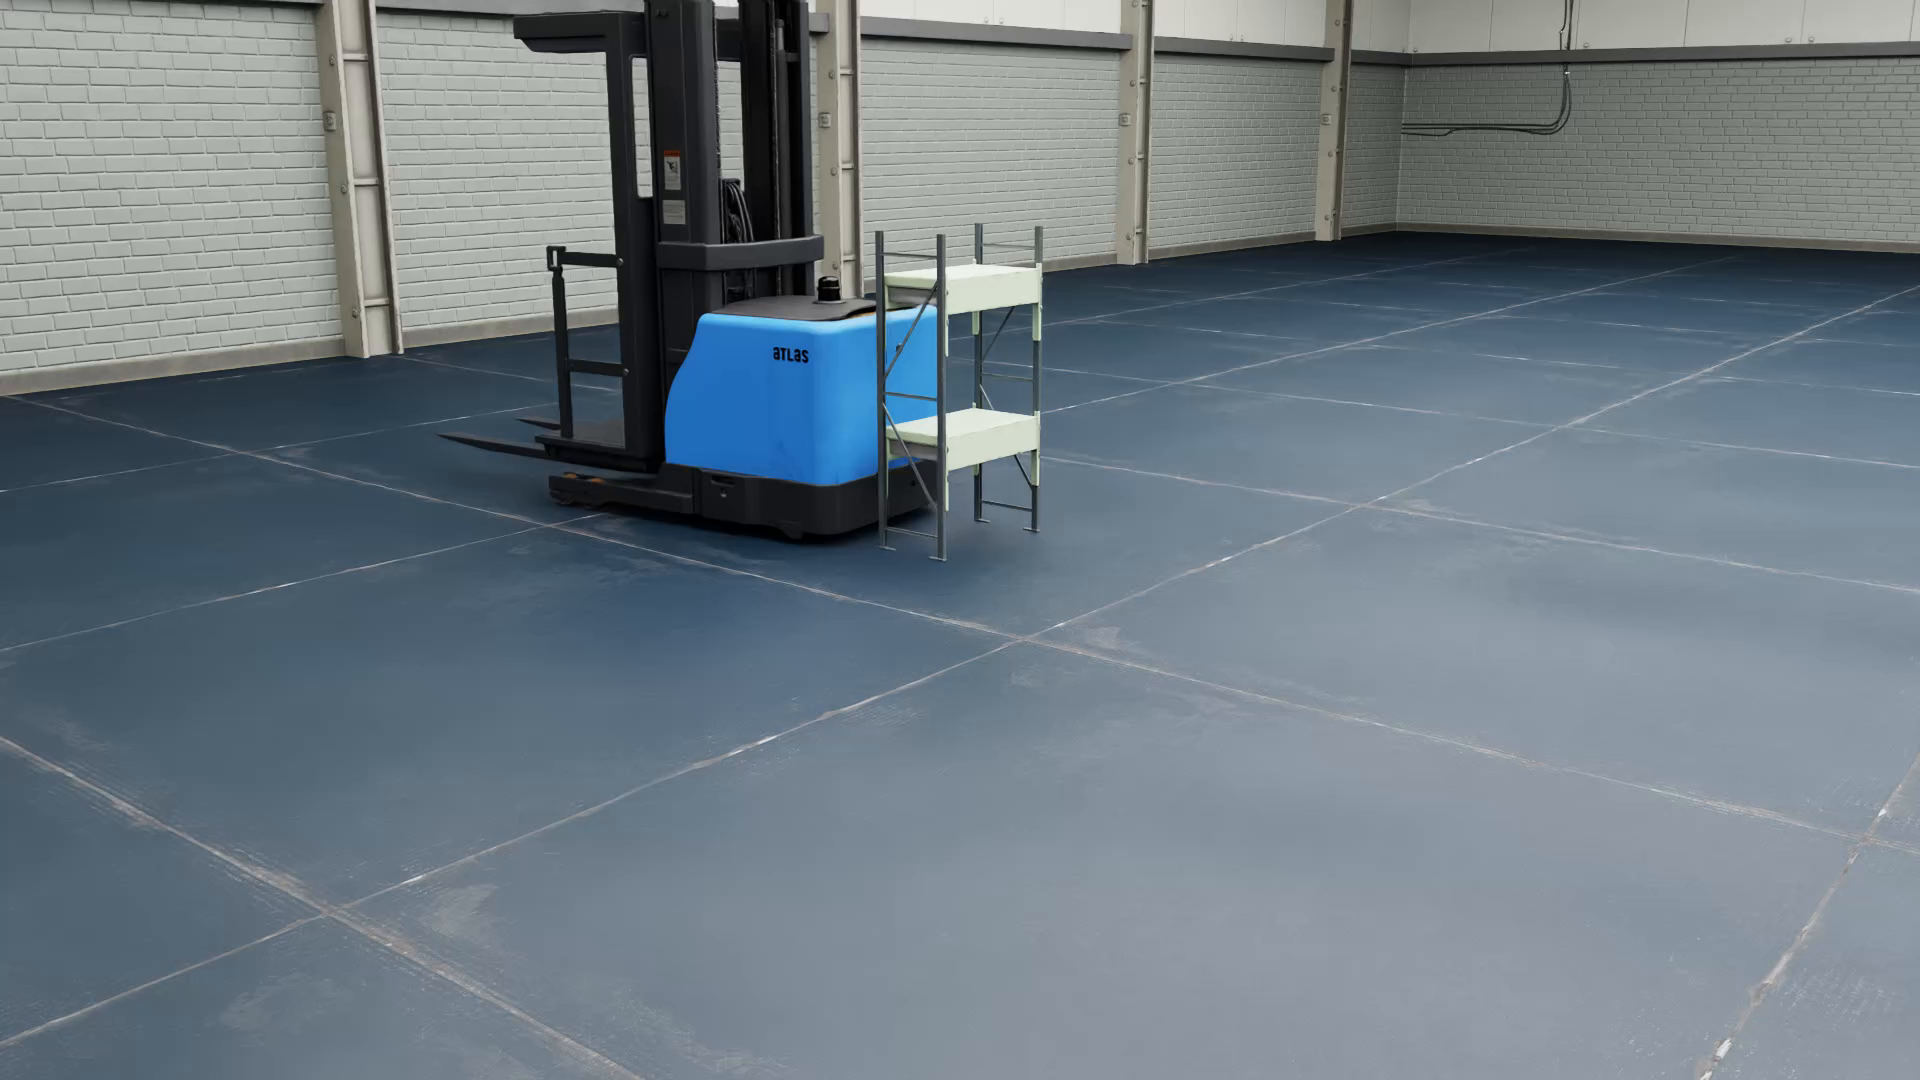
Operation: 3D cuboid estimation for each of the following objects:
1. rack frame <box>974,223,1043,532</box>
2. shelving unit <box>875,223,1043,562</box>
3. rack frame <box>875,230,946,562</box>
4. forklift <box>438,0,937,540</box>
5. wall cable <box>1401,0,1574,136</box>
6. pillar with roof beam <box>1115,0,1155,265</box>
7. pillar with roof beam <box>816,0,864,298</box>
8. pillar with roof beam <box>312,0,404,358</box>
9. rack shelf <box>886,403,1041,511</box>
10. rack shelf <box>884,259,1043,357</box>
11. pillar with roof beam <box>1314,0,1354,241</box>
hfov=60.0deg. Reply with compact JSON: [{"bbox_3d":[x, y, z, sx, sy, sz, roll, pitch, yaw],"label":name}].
[{"bbox_3d":[0.234,-0.798,8.219,0.400,1.500,0.023,11,18,38],"label":"rack frame"},{"bbox_3d":[0.004,-0.728,7.943,0.431,1.500,0.755,11,18,38],"label":"shelving unit"},{"bbox_3d":[-0.226,-0.658,7.667,0.400,1.500,0.023,11,18,38],"label":"rack frame"},{"bbox_3d":[-1.581,-1.679,8.778,3.031,2.935,1.130,9,17,32],"label":"forklift"},{"bbox_3d":[9.082,-8.286,28.771,3.097,2.526,0.112,11,18,38],"label":"wall cable"},{"bbox_3d":[5.779,-7.616,19.828,9.100,9.000,0.400,11,18,38],"label":"pillar with roof beam"},{"bbox_3d":[2.008,-6.467,15.305,9.100,9.000,0.400,11,18,38],"label":"pillar with roof beam"},{"bbox_3d":[-1.763,-5.318,10.781,9.100,9.000,0.400,11,18,38],"label":"pillar with roof beam"},{"bbox_3d":[0.004,-0.412,8.024,0.431,0.370,0.720,11,18,38],"label":"rack shelf"},{"bbox_3d":[0.004,-1.106,7.847,0.431,0.370,0.720,11,18,38],"label":"rack shelf"},{"bbox_3d":[9.550,-8.765,24.351,9.100,9.000,0.400,11,18,38],"label":"pillar with roof beam"}]
